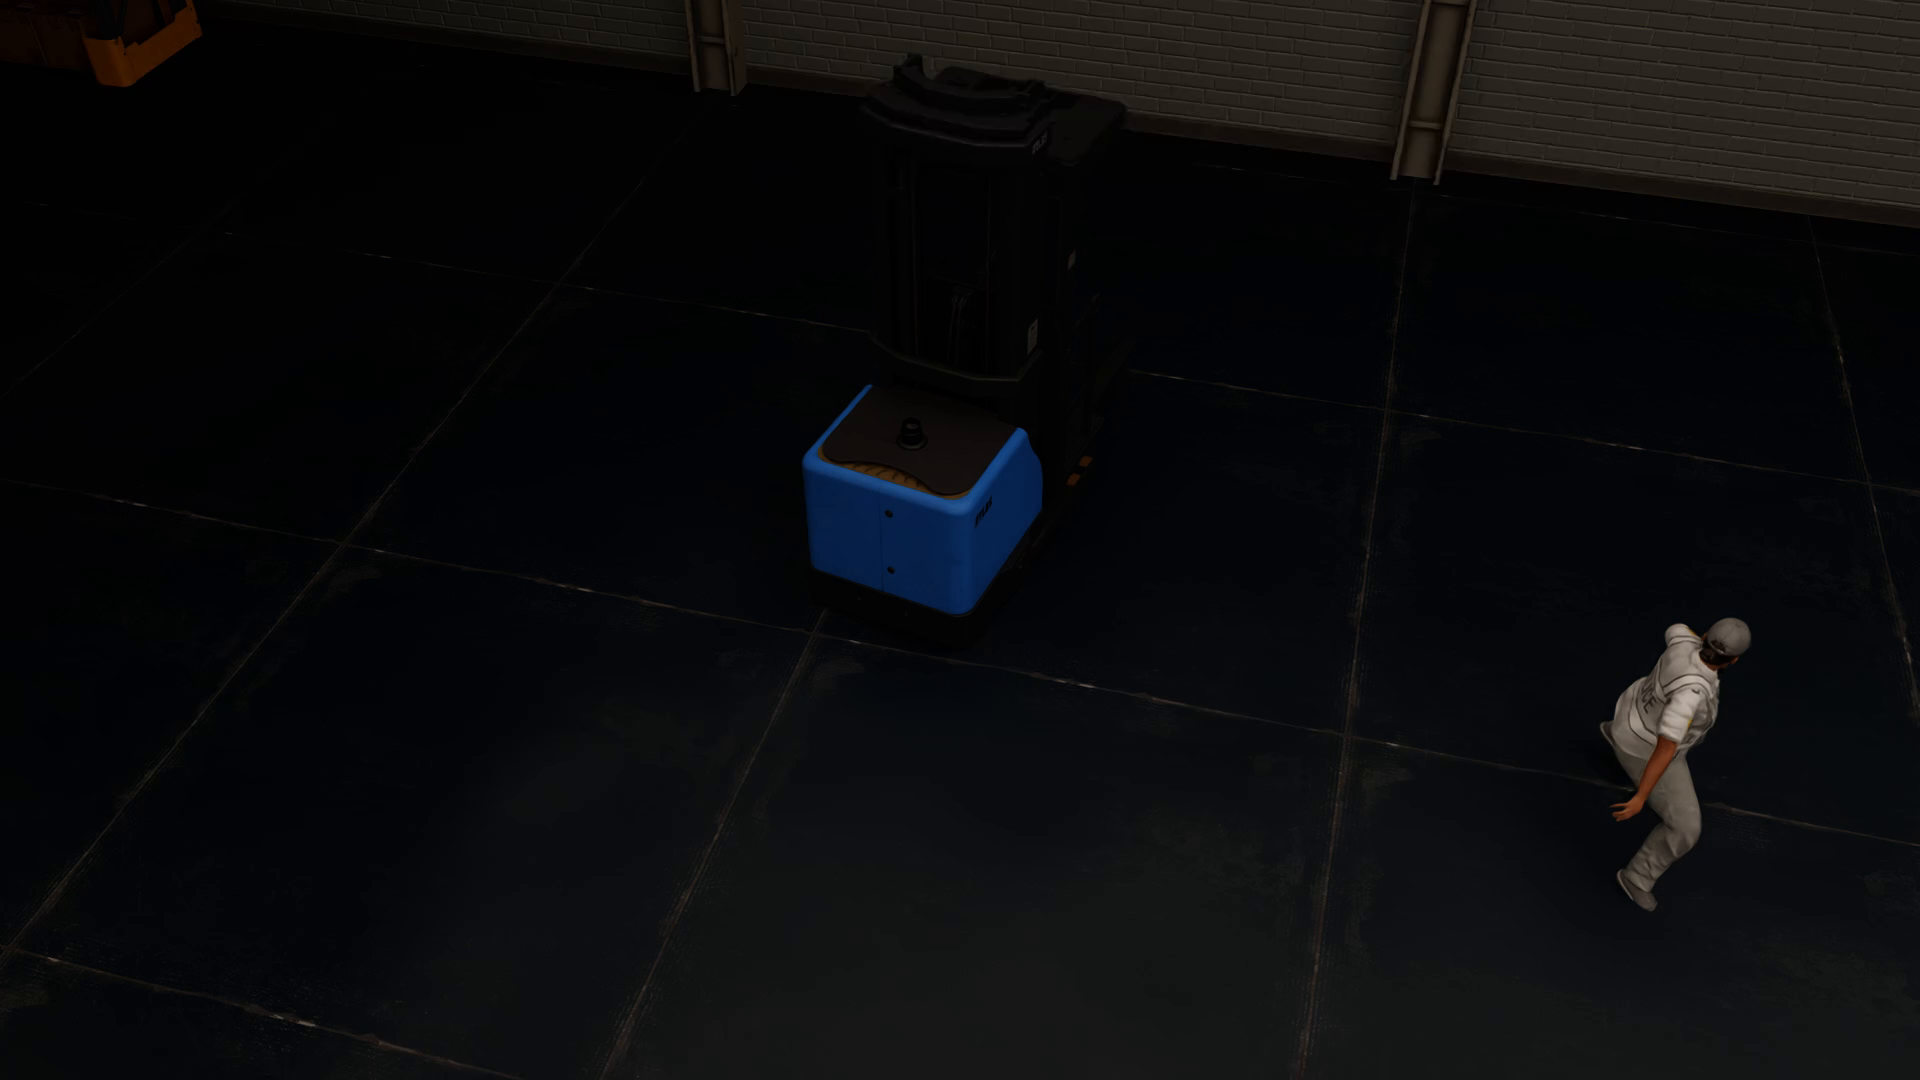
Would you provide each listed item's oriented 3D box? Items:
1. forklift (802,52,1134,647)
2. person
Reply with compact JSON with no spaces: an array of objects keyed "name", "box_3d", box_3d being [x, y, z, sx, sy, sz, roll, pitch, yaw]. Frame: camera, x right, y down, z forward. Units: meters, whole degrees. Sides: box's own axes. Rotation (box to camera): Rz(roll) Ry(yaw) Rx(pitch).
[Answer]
[{"name":"forklift","box_3d":[0.221,-1.472,9.541,1.130,2.935,3.031,18,44,19]},{"name":"person","box_3d":[3.353,0.961,7.903,0.510,1.569,1.124,16,44,18]}]
